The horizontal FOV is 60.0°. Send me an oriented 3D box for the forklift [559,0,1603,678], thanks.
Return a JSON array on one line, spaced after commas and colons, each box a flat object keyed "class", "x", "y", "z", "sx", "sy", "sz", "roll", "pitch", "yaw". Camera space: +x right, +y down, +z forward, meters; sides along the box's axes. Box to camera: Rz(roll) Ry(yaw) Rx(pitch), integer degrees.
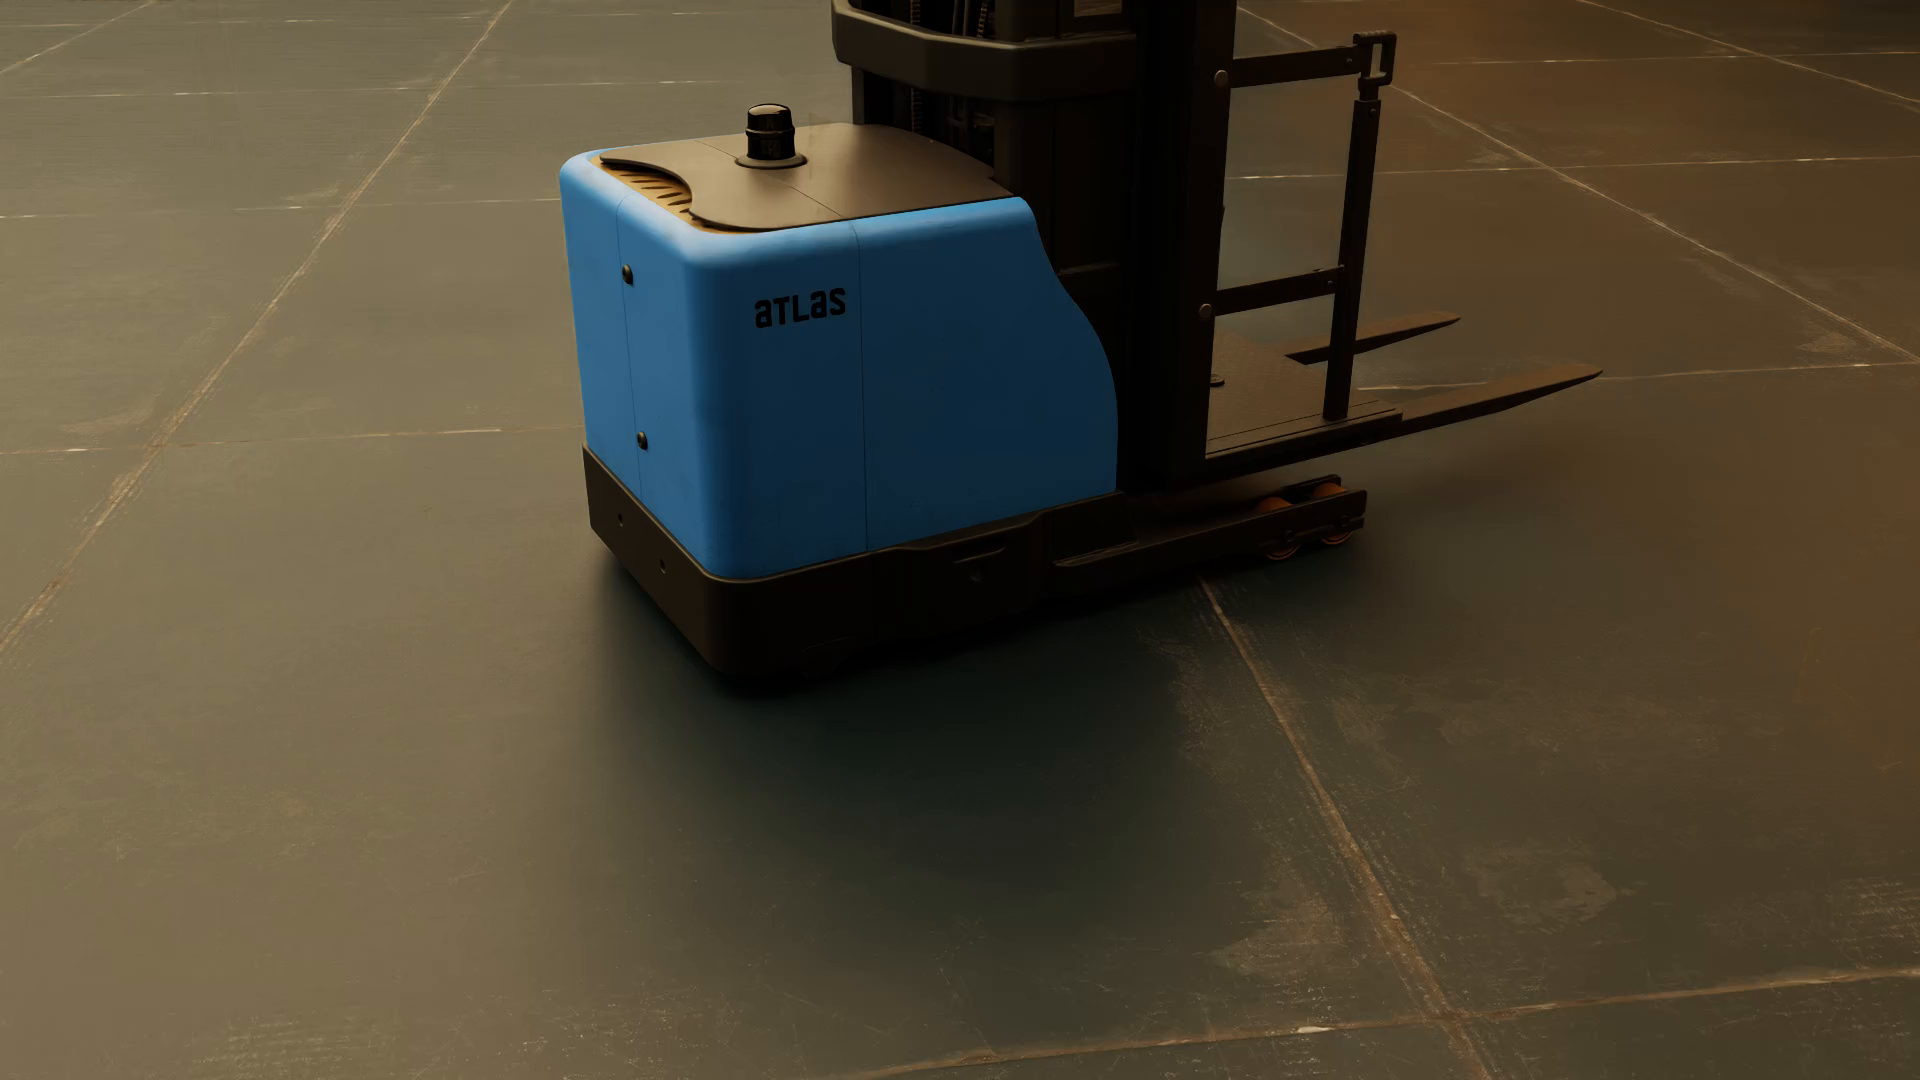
[{"class": "forklift", "x": 0.529, "y": -1.451, "z": 4.240, "sx": 3.031, "sy": 2.935, "sz": 1.130, "roll": -14, "pitch": 29, "yaw": -26}]
